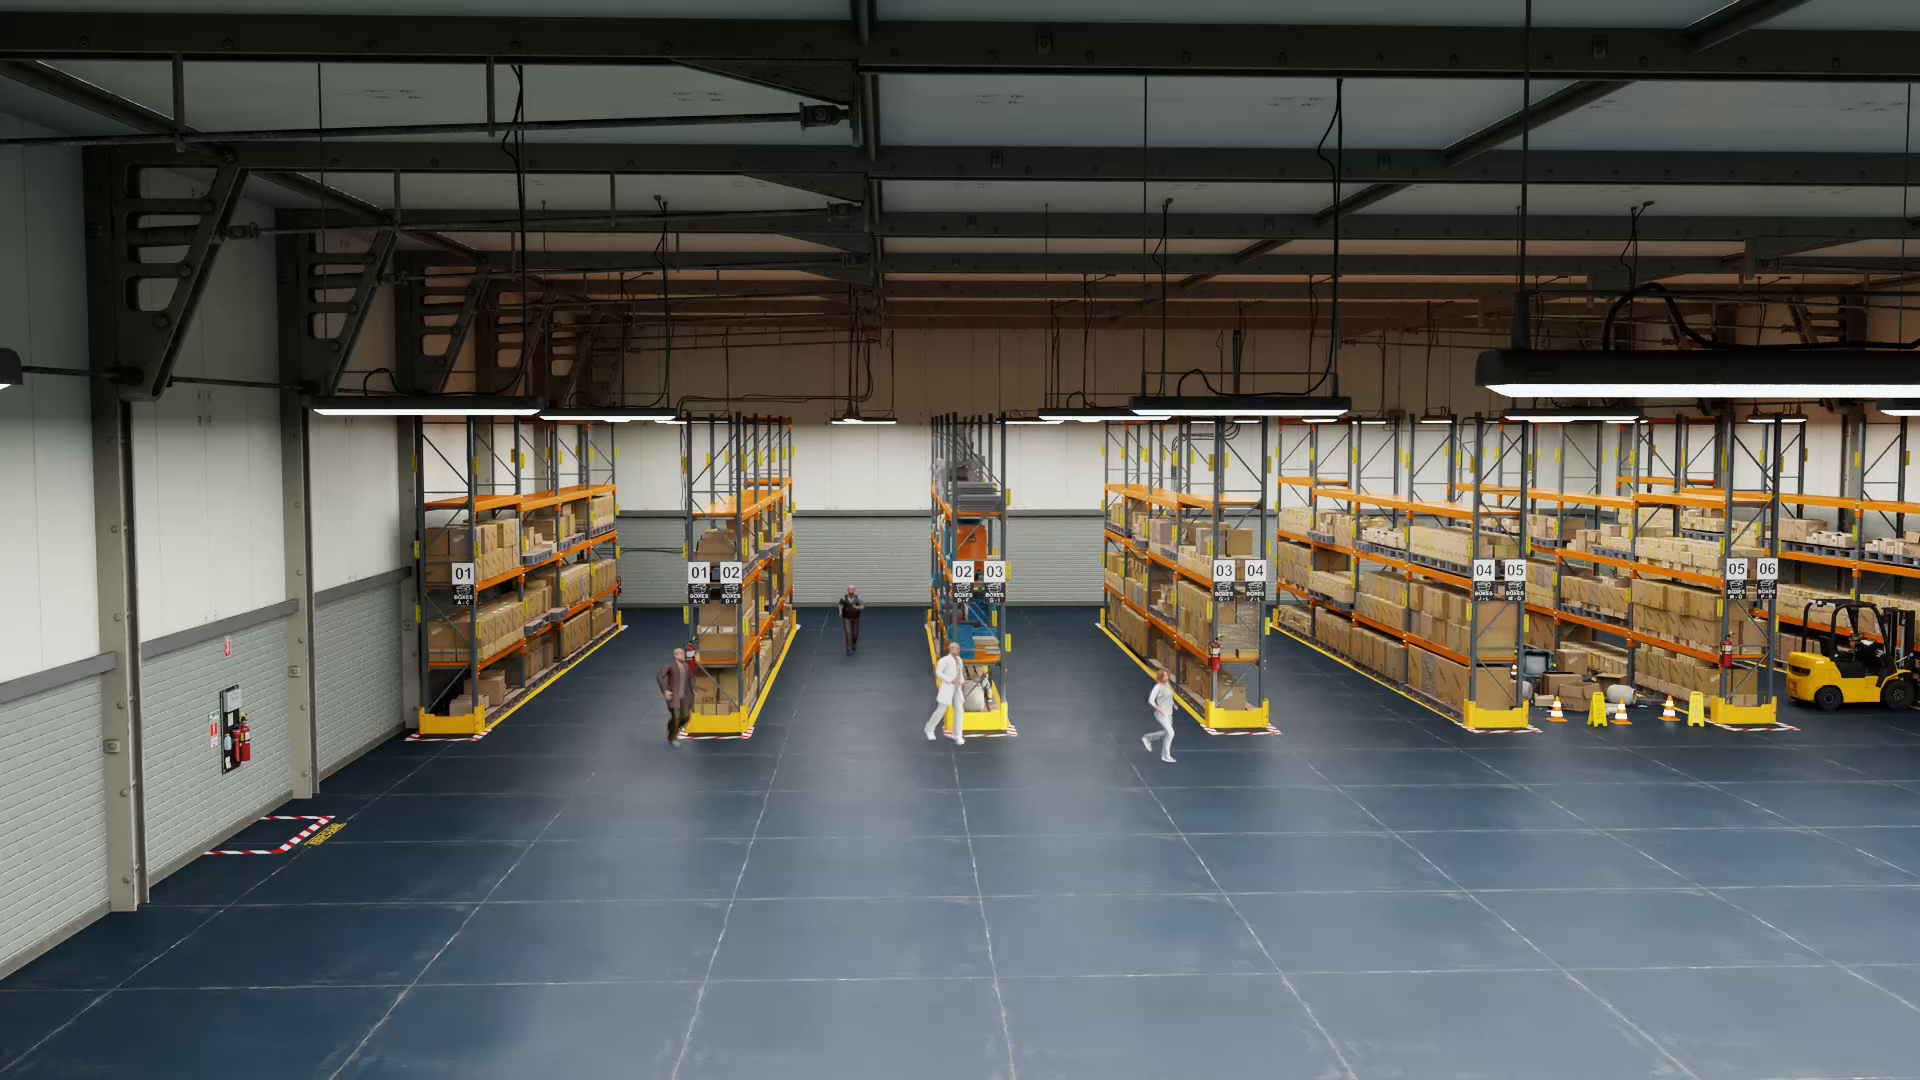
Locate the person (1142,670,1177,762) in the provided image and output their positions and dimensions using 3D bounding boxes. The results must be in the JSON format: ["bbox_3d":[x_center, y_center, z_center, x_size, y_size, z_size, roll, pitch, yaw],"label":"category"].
[{"bbox_3d":[3.428,3.014,28.569,0.636,1.564,0.539,3,5,33],"label":"person"}]

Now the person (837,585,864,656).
[{"bbox_3d":[-2.735,1.995,41.784,0.652,1.716,0.960,-1,4,-9],"label":"person"}]

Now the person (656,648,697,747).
[{"bbox_3d":[-5.085,2.830,30.021,0.773,1.728,0.570,-3,5,-41],"label":"person"}]

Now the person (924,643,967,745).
[{"bbox_3d":[-0.142,2.768,30.288,0.930,1.793,0.770,4,5,44],"label":"person"}]

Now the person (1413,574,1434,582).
[{"bbox_3d":[13.758,1.501,49.348,0.739,1.825,0.695,1,4,9],"label":"person"}]
